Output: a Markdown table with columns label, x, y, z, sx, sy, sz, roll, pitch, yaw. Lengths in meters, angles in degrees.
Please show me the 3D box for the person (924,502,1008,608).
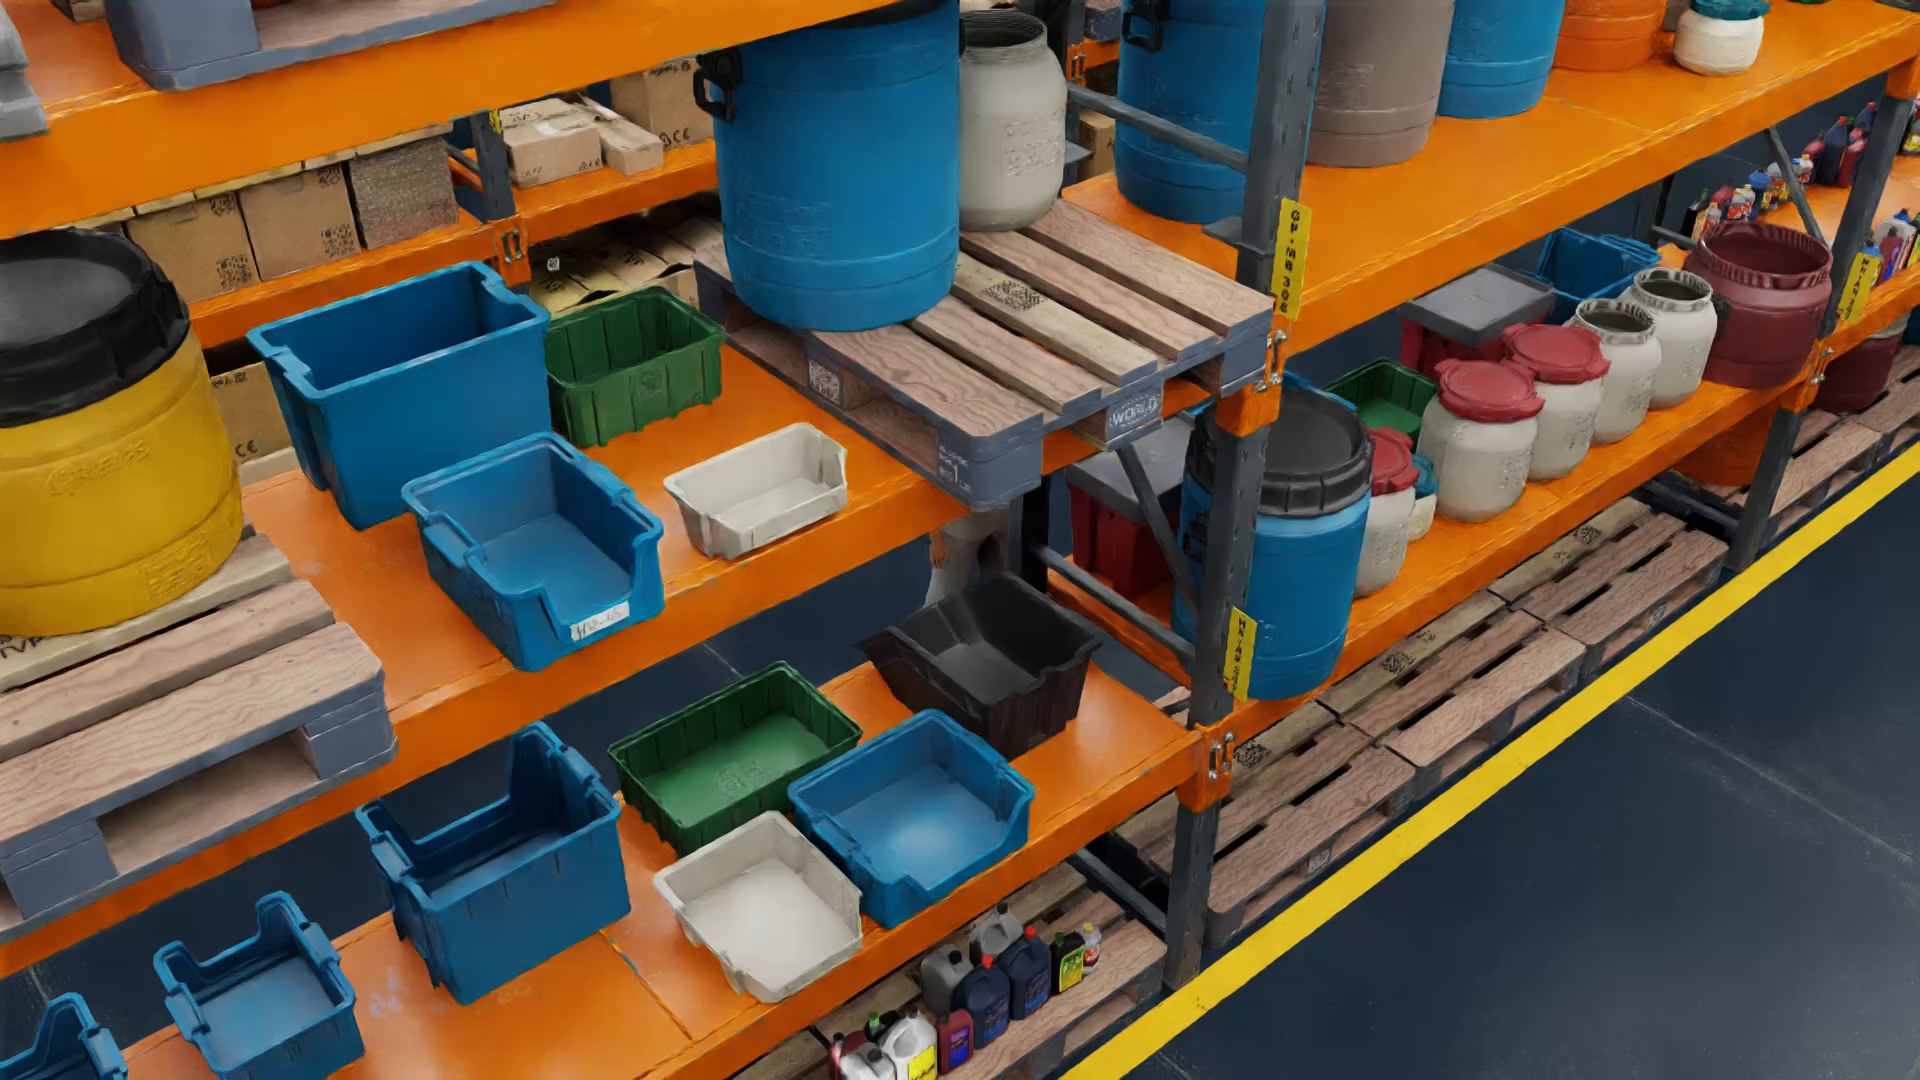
| label | x | y | z | sx | sy | sz | roll | pitch | yaw |
| --- | --- | --- | --- | --- | --- | --- | --- | --- | --- |
| person | 0.075 | -0.047 | 7.114 | 0.544 | 1.670 | 0.518 | -27 | 44 | -32 |
